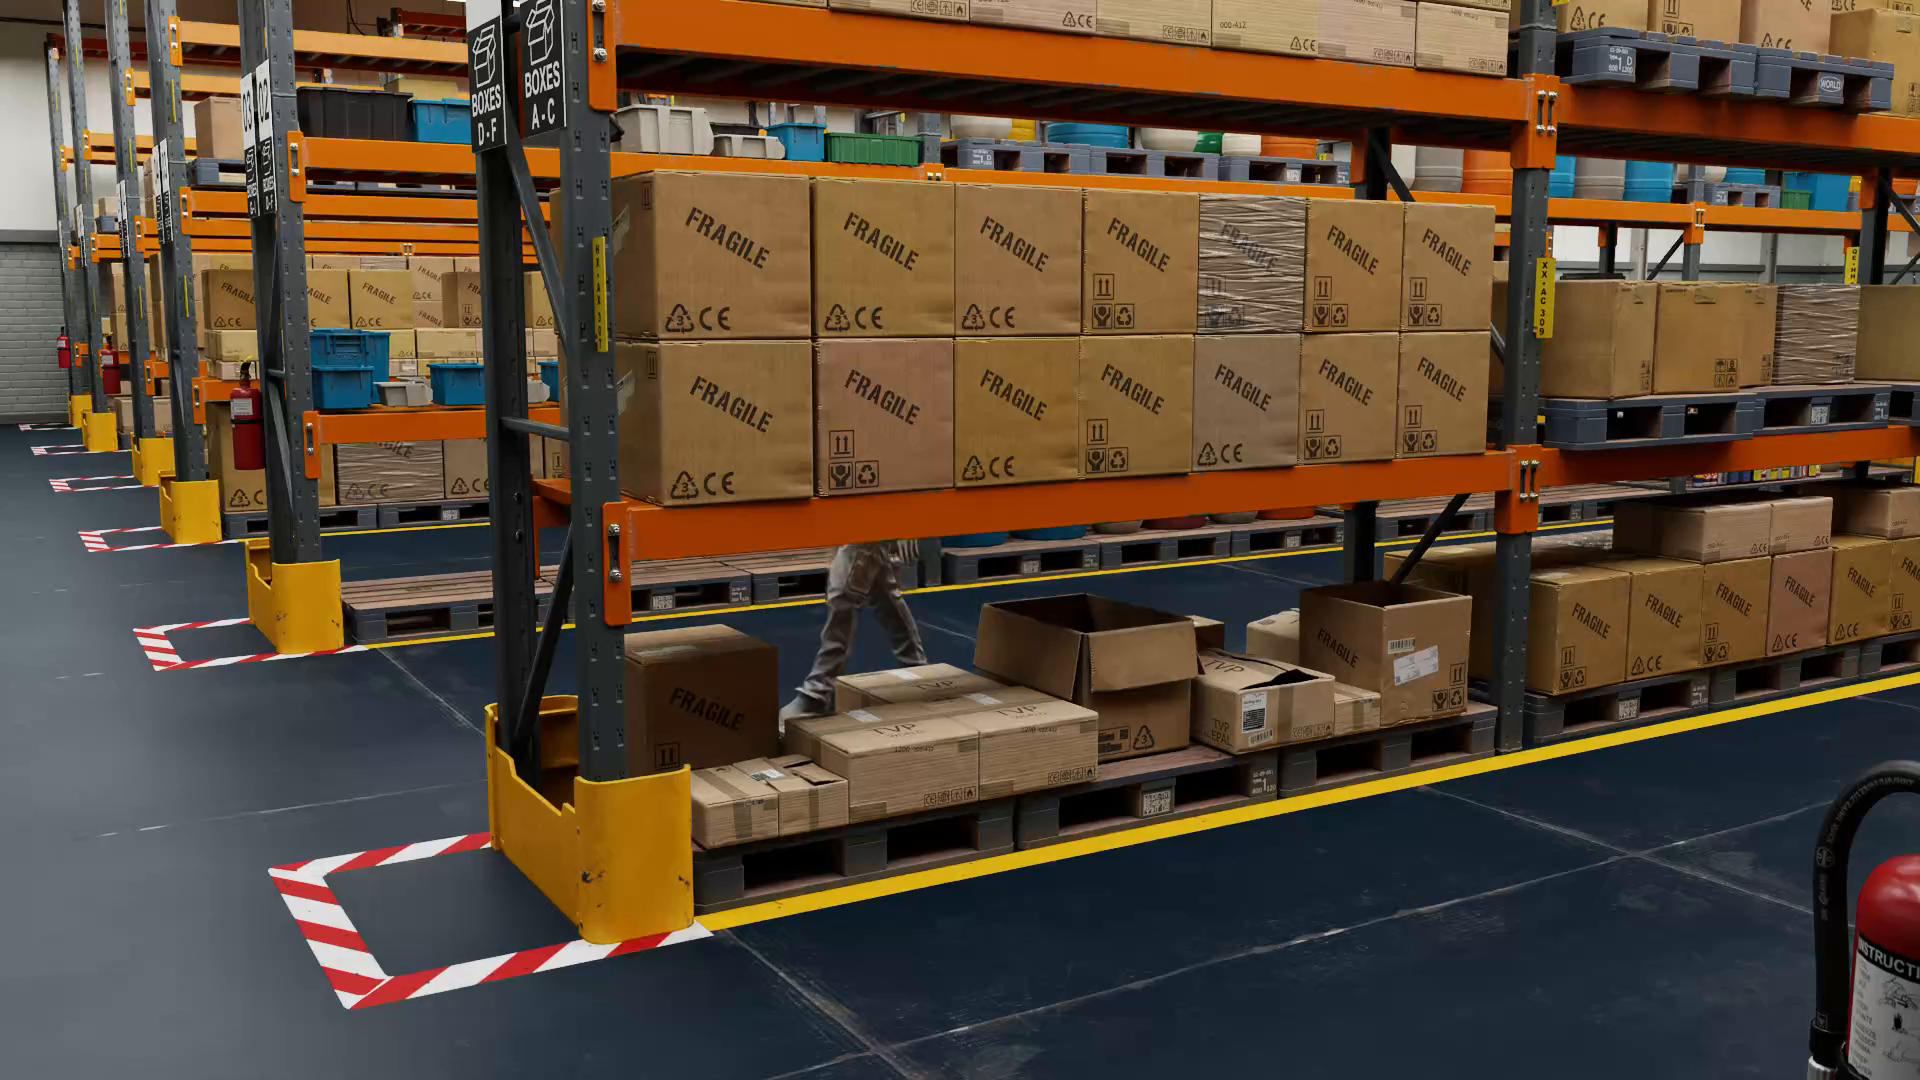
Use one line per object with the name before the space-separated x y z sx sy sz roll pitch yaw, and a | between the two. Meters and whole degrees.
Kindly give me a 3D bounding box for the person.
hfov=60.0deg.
person | -0.534 -0.077 7.698 0.924 1.759 0.566 -5 9 -29
